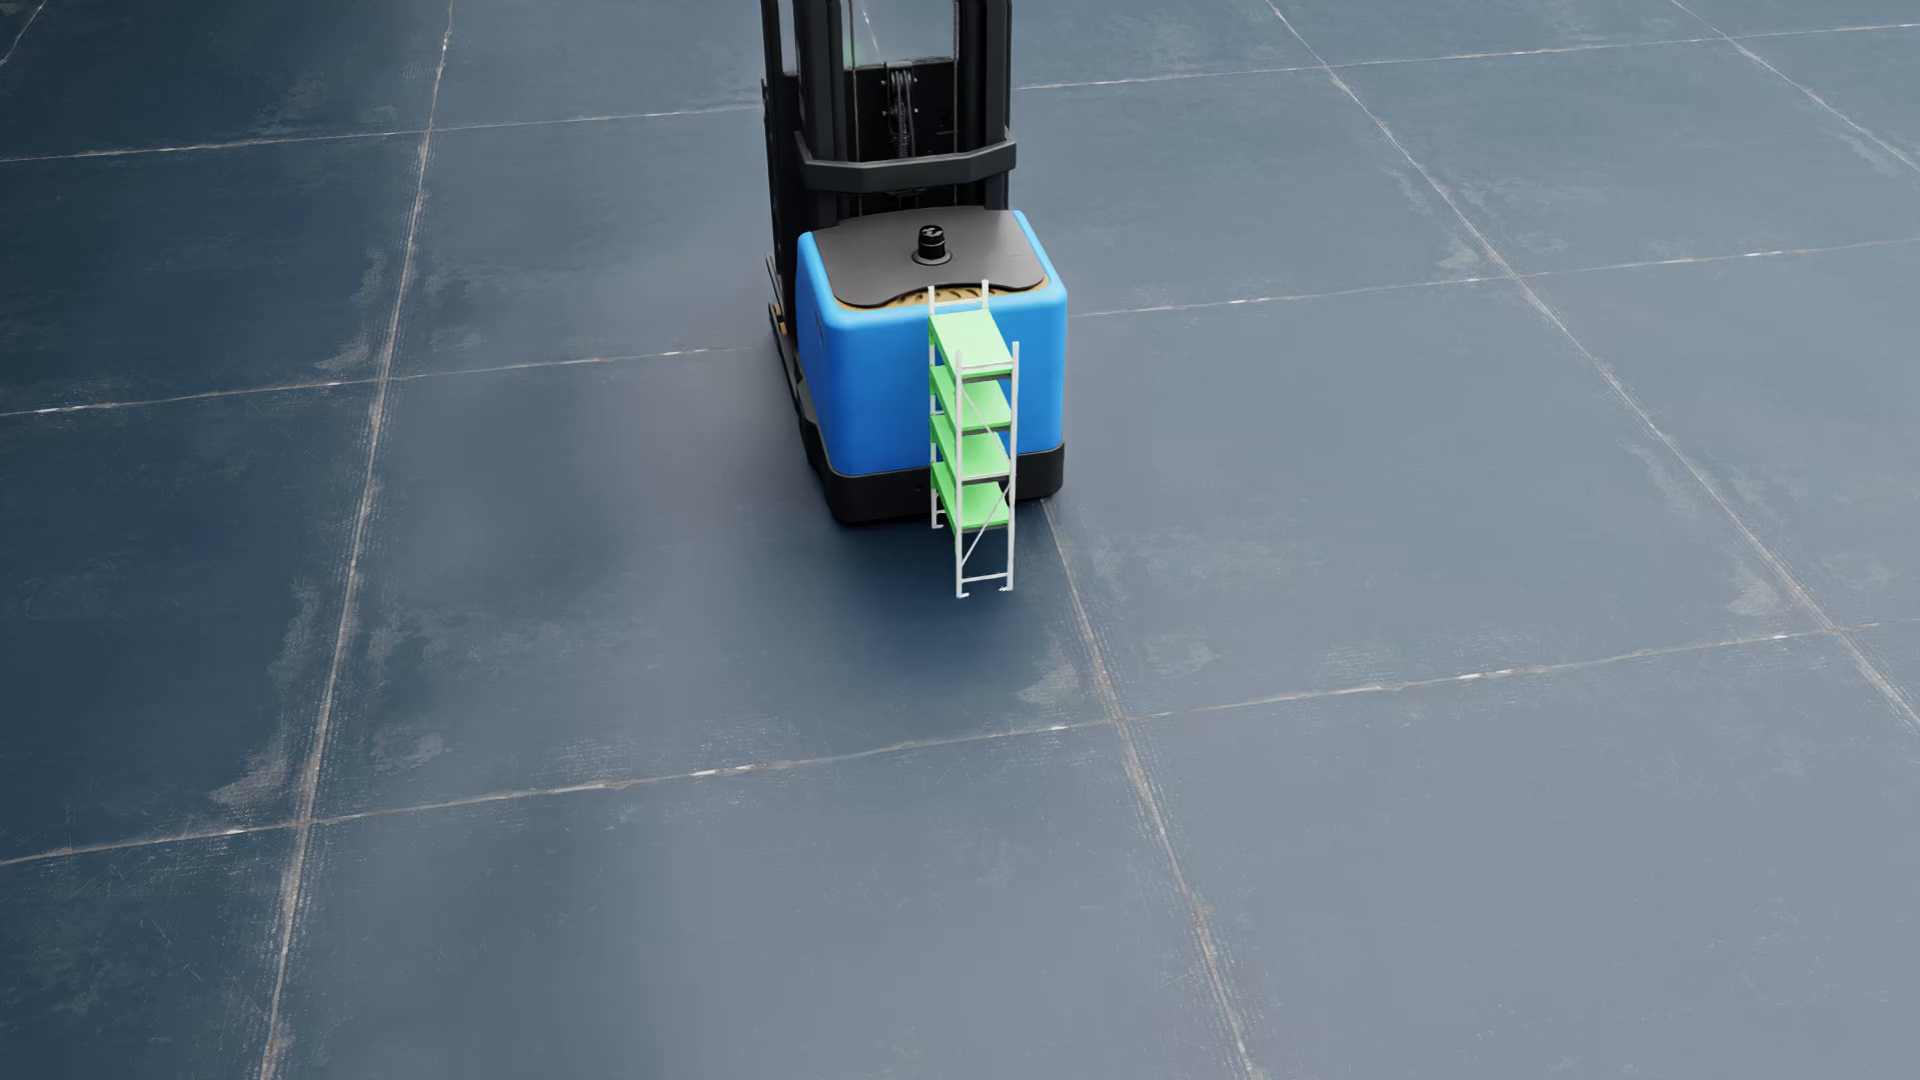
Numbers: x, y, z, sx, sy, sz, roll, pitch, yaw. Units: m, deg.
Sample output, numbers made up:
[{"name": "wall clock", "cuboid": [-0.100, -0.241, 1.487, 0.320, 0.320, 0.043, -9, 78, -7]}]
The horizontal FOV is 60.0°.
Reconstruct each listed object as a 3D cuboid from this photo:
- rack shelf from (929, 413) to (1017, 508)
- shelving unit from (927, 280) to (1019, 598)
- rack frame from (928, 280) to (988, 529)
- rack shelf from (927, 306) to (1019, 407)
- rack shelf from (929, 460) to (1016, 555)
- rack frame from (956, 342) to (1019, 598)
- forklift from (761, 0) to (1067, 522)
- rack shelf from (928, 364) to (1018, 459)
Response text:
[{"name": "rack shelf", "cuboid": [0.047, -0.346, 6.822, 0.258, 0.148, 0.480, -8, 39, -10]}, {"name": "shelving unit", "cuboid": [0.047, -0.397, 6.783, 0.258, 1.200, 0.503, -8, 39, -10]}, {"name": "rack frame", "cuboid": [-0.007, -0.543, 6.971, 0.240, 1.200, 0.015, -8, 39, -10]}, {"name": "rack shelf", "cuboid": [0.047, -0.726, 6.528, 0.258, 0.148, 0.480, -8, 39, -10]}, {"name": "rack shelf", "cuboid": [0.047, -0.157, 6.969, 0.258, 0.148, 0.480, -8, 39, -10]}, {"name": "rack frame", "cuboid": [0.102, -0.251, 6.595, 0.240, 1.200, 0.015, -8, 39, -10]}, {"name": "forklift", "cuboid": [-0.369, -2.142, 7.619, 1.130, 2.935, 3.031, -8, 39, -10]}, {"name": "rack shelf", "cuboid": [0.047, -0.536, 6.675, 0.258, 0.148, 0.480, -8, 39, -10]}]
